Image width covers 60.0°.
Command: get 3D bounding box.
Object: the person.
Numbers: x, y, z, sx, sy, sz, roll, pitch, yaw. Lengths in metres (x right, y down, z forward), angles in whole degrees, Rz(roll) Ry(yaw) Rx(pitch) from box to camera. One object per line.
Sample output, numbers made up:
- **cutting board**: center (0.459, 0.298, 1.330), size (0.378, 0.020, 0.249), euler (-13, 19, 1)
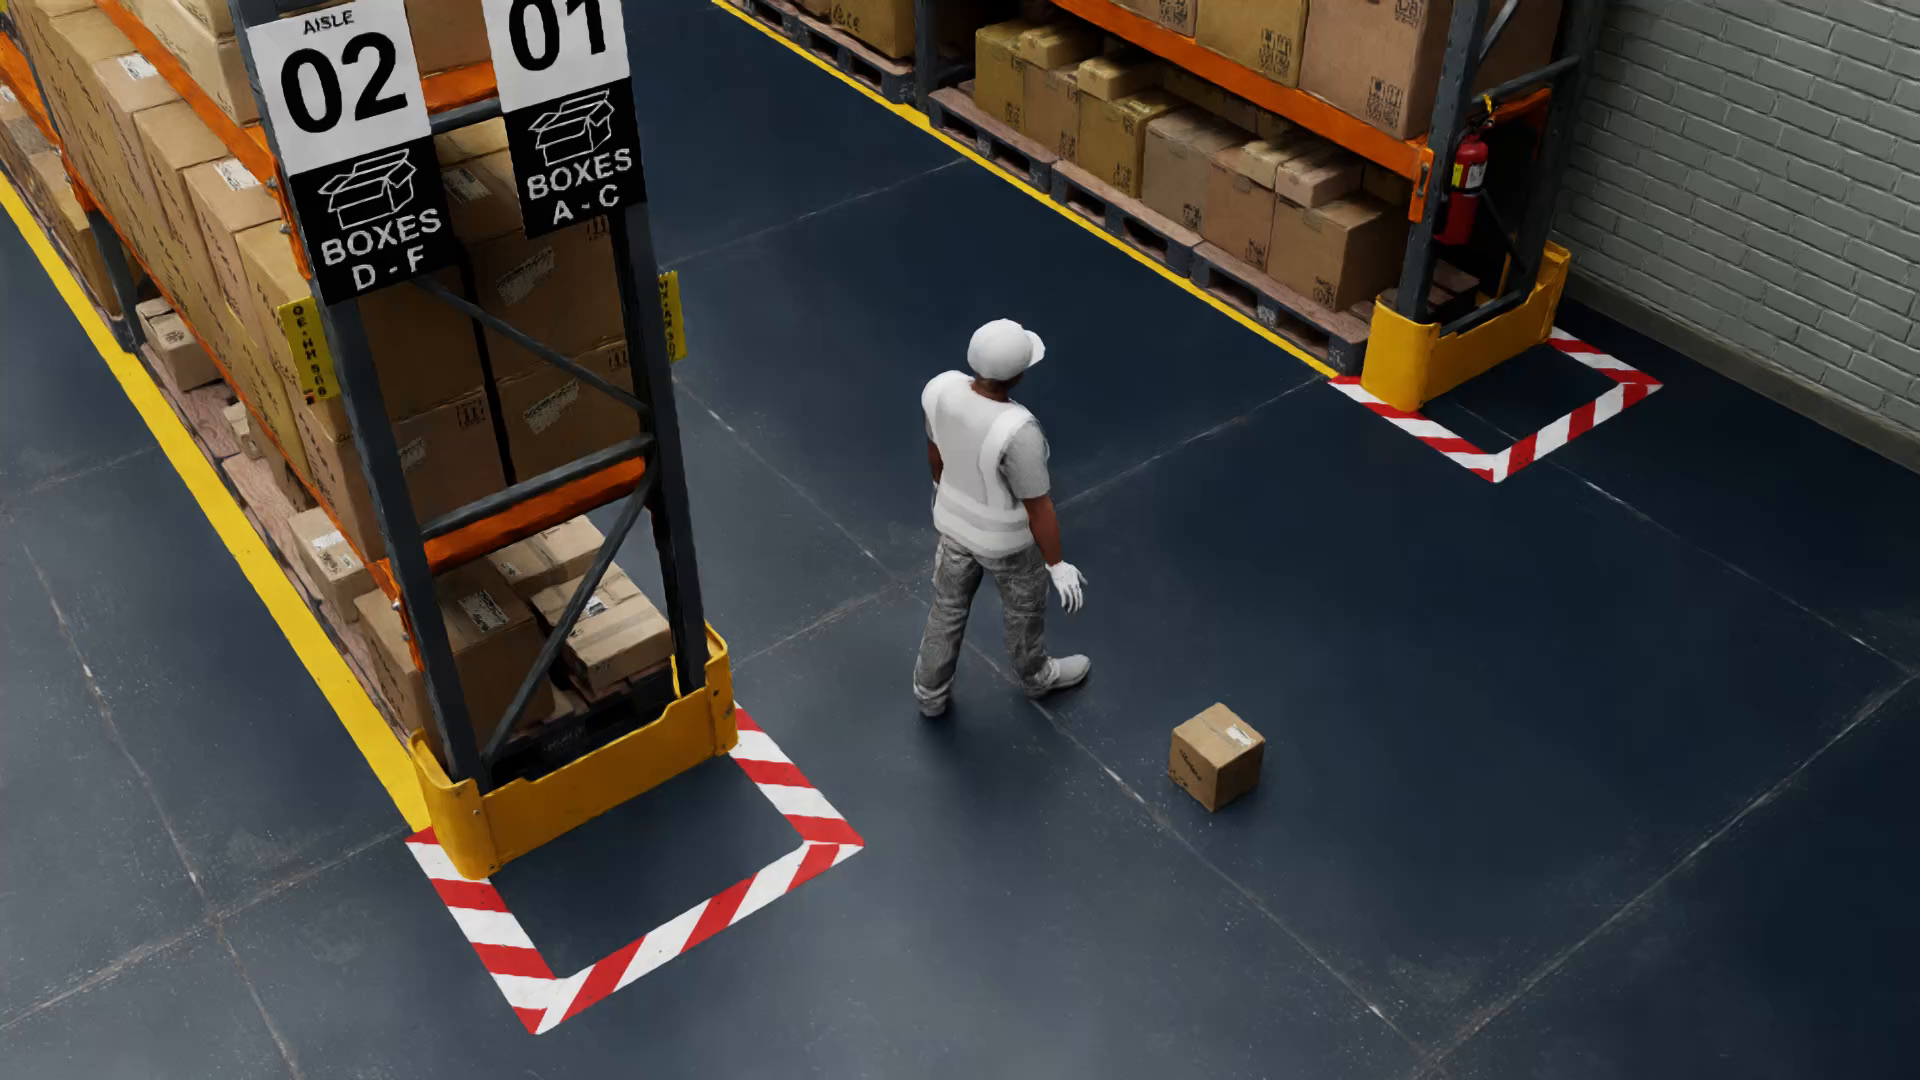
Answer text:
- **person**: center (0.196, -0.052, 6.189), size (0.801, 1.782, 0.672), euler (31, 49, 32)
